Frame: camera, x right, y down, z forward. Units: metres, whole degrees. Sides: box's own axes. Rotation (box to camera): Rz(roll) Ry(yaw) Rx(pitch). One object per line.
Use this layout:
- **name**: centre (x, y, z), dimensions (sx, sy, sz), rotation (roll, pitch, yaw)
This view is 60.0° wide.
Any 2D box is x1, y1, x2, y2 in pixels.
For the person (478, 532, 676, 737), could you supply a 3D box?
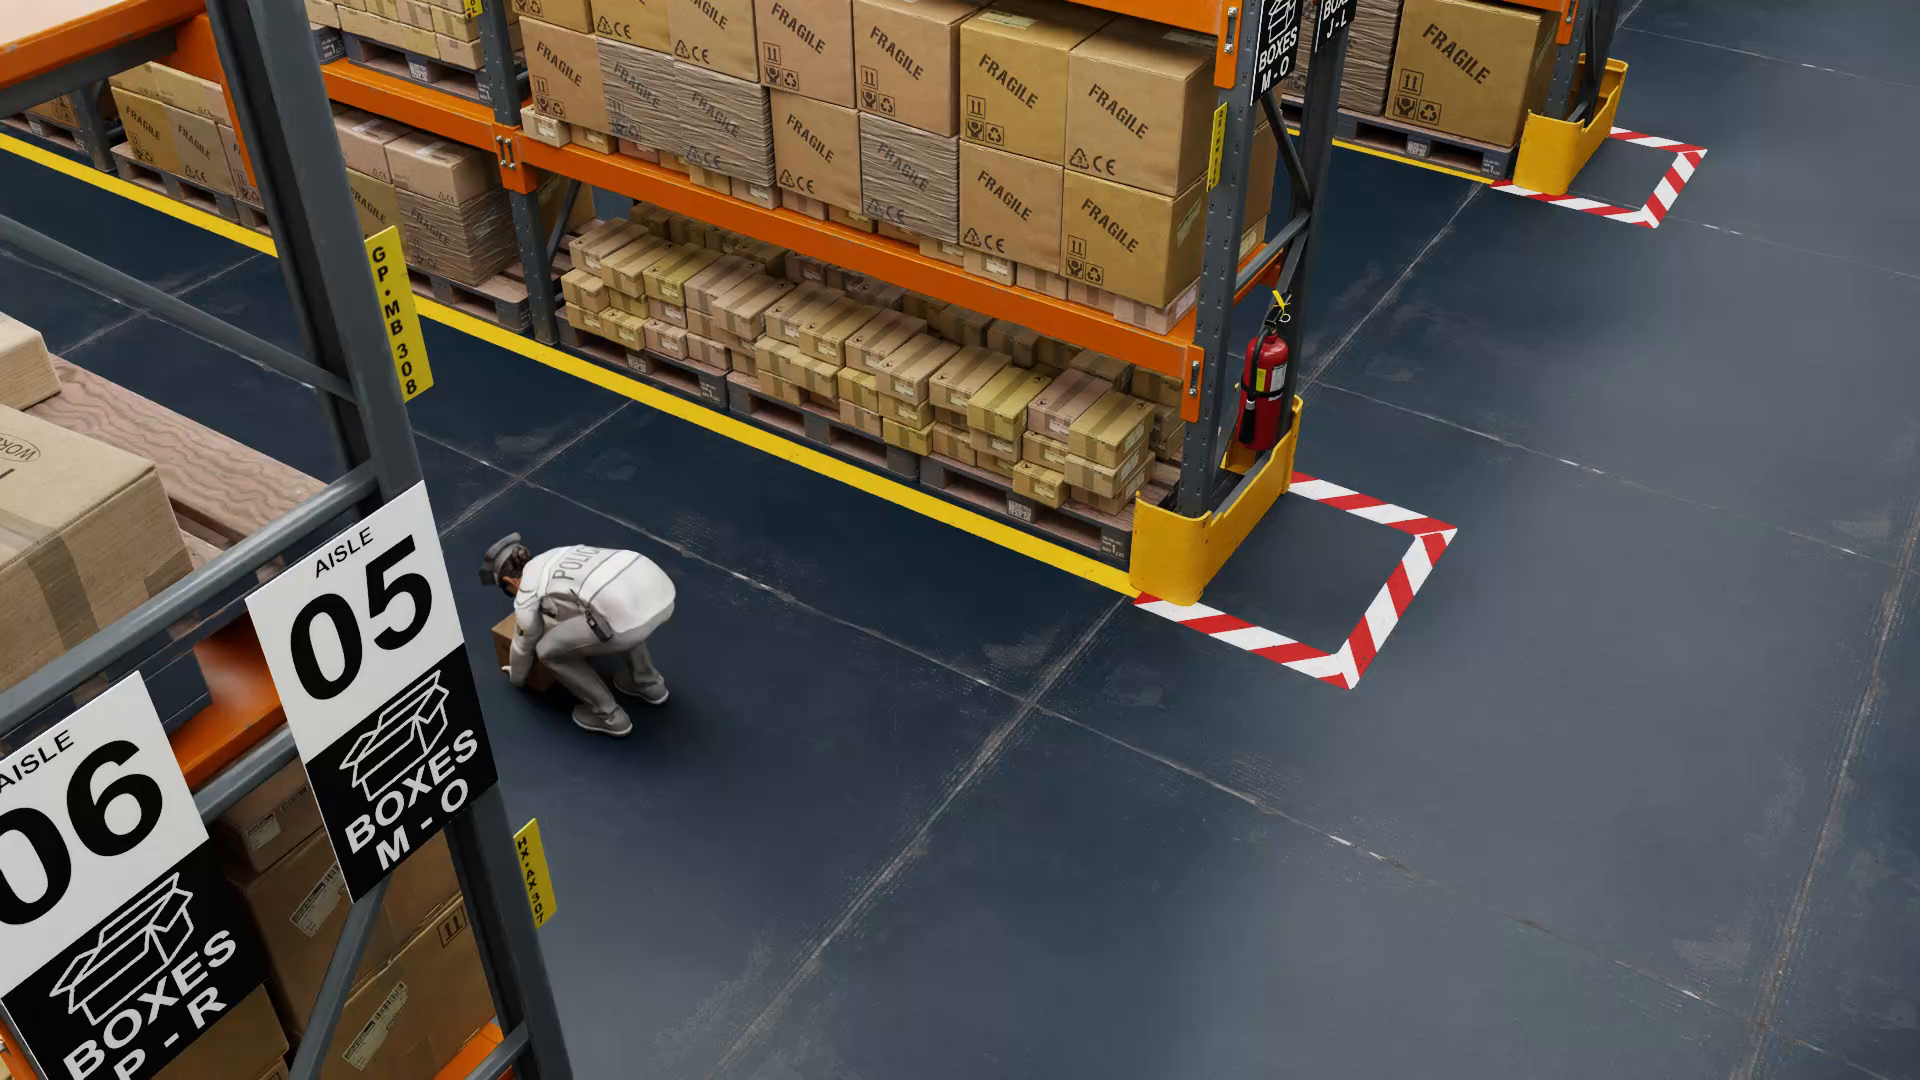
- **person**: centre (-1.579, 0.364, 6.927), dimensions (0.898, 0.822, 0.469), rotation (20, 43, 23)
